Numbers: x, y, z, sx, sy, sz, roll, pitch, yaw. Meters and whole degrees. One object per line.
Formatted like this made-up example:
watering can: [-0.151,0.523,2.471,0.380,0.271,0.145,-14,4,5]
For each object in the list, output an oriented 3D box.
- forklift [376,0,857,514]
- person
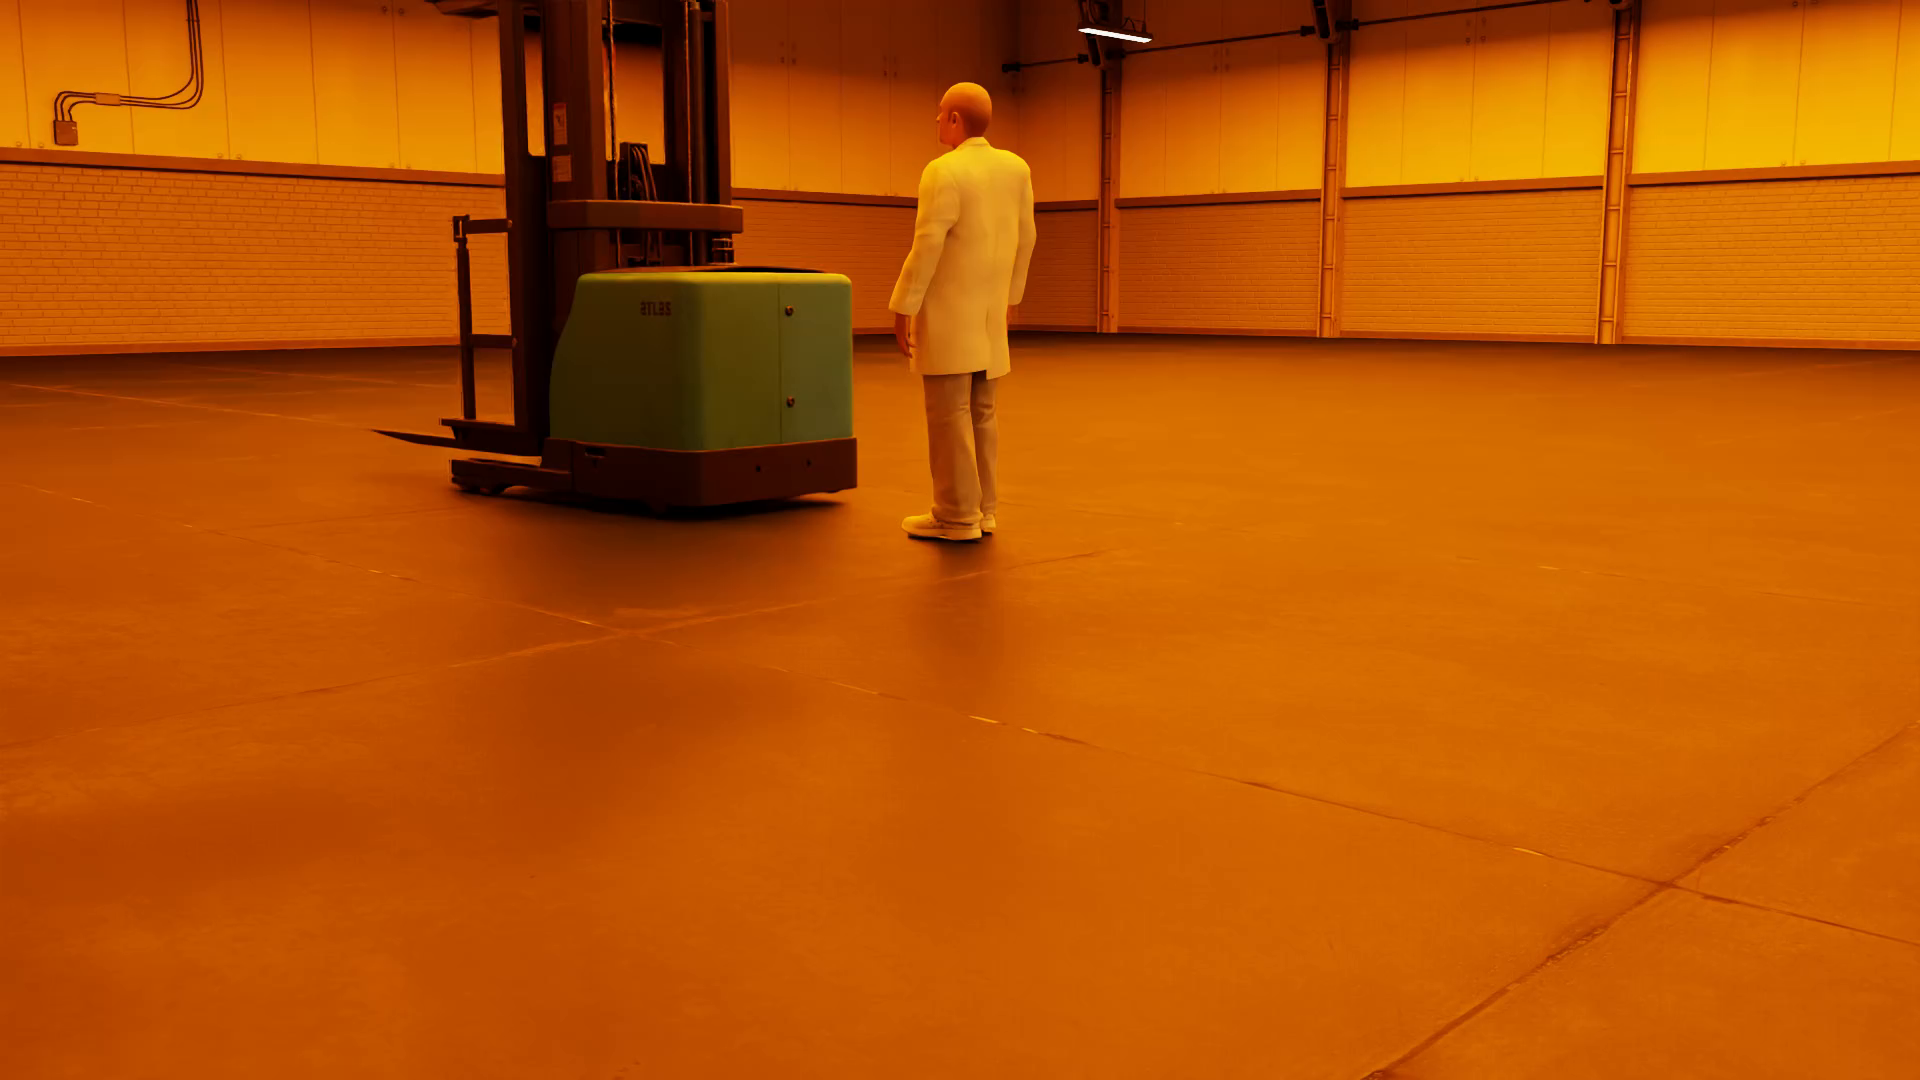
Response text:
forklift: [-1.917,-1.724,8.322,3.031,2.935,1.130,8,12,42]
person: [-0.063,-0.896,6.650,0.578,1.778,0.696,8,12,43]
